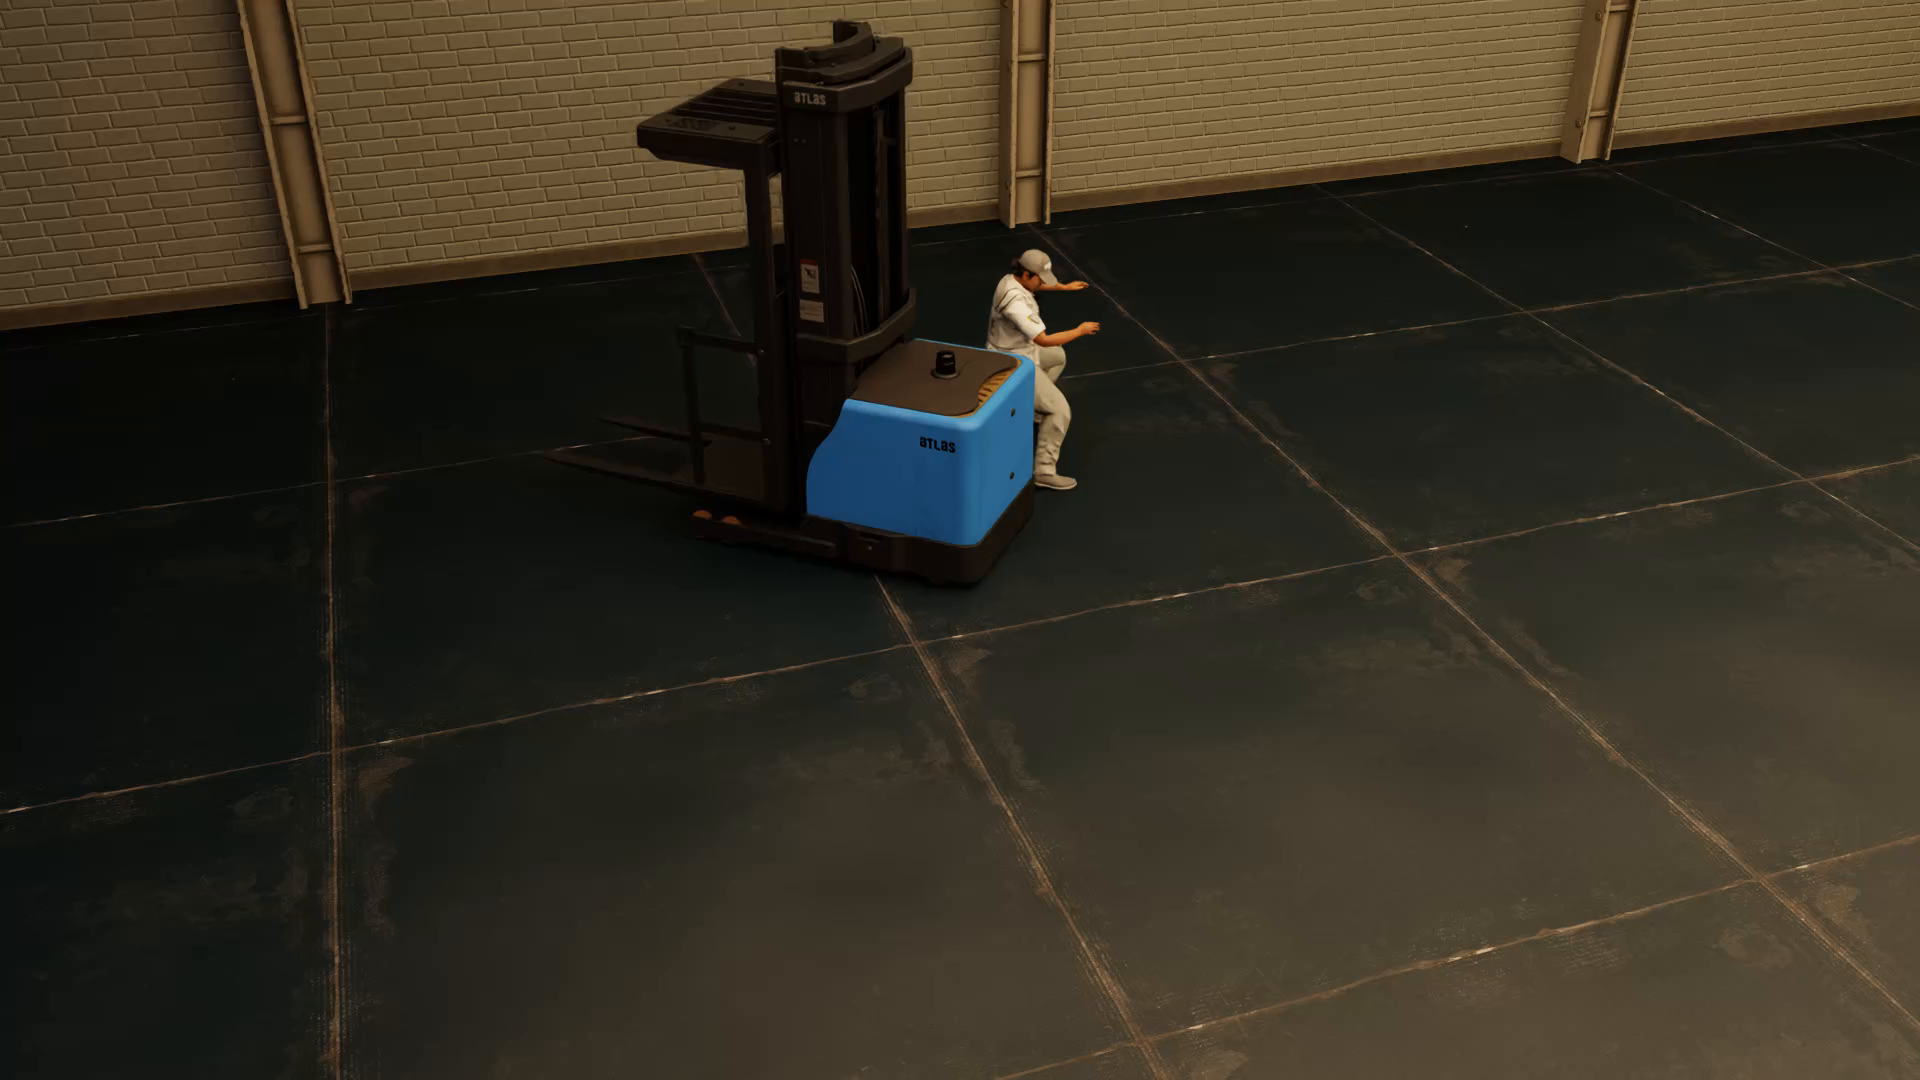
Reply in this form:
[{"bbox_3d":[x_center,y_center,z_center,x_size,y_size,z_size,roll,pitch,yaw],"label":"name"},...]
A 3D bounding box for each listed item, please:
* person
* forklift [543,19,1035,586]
[{"bbox_3d":[0.524,-1.188,10.660,0.727,1.425,1.016,2,30,4],"label":"person"},{"bbox_3d":[-1.113,-1.474,9.649,3.031,2.935,1.130,12,32,19],"label":"forklift"}]
